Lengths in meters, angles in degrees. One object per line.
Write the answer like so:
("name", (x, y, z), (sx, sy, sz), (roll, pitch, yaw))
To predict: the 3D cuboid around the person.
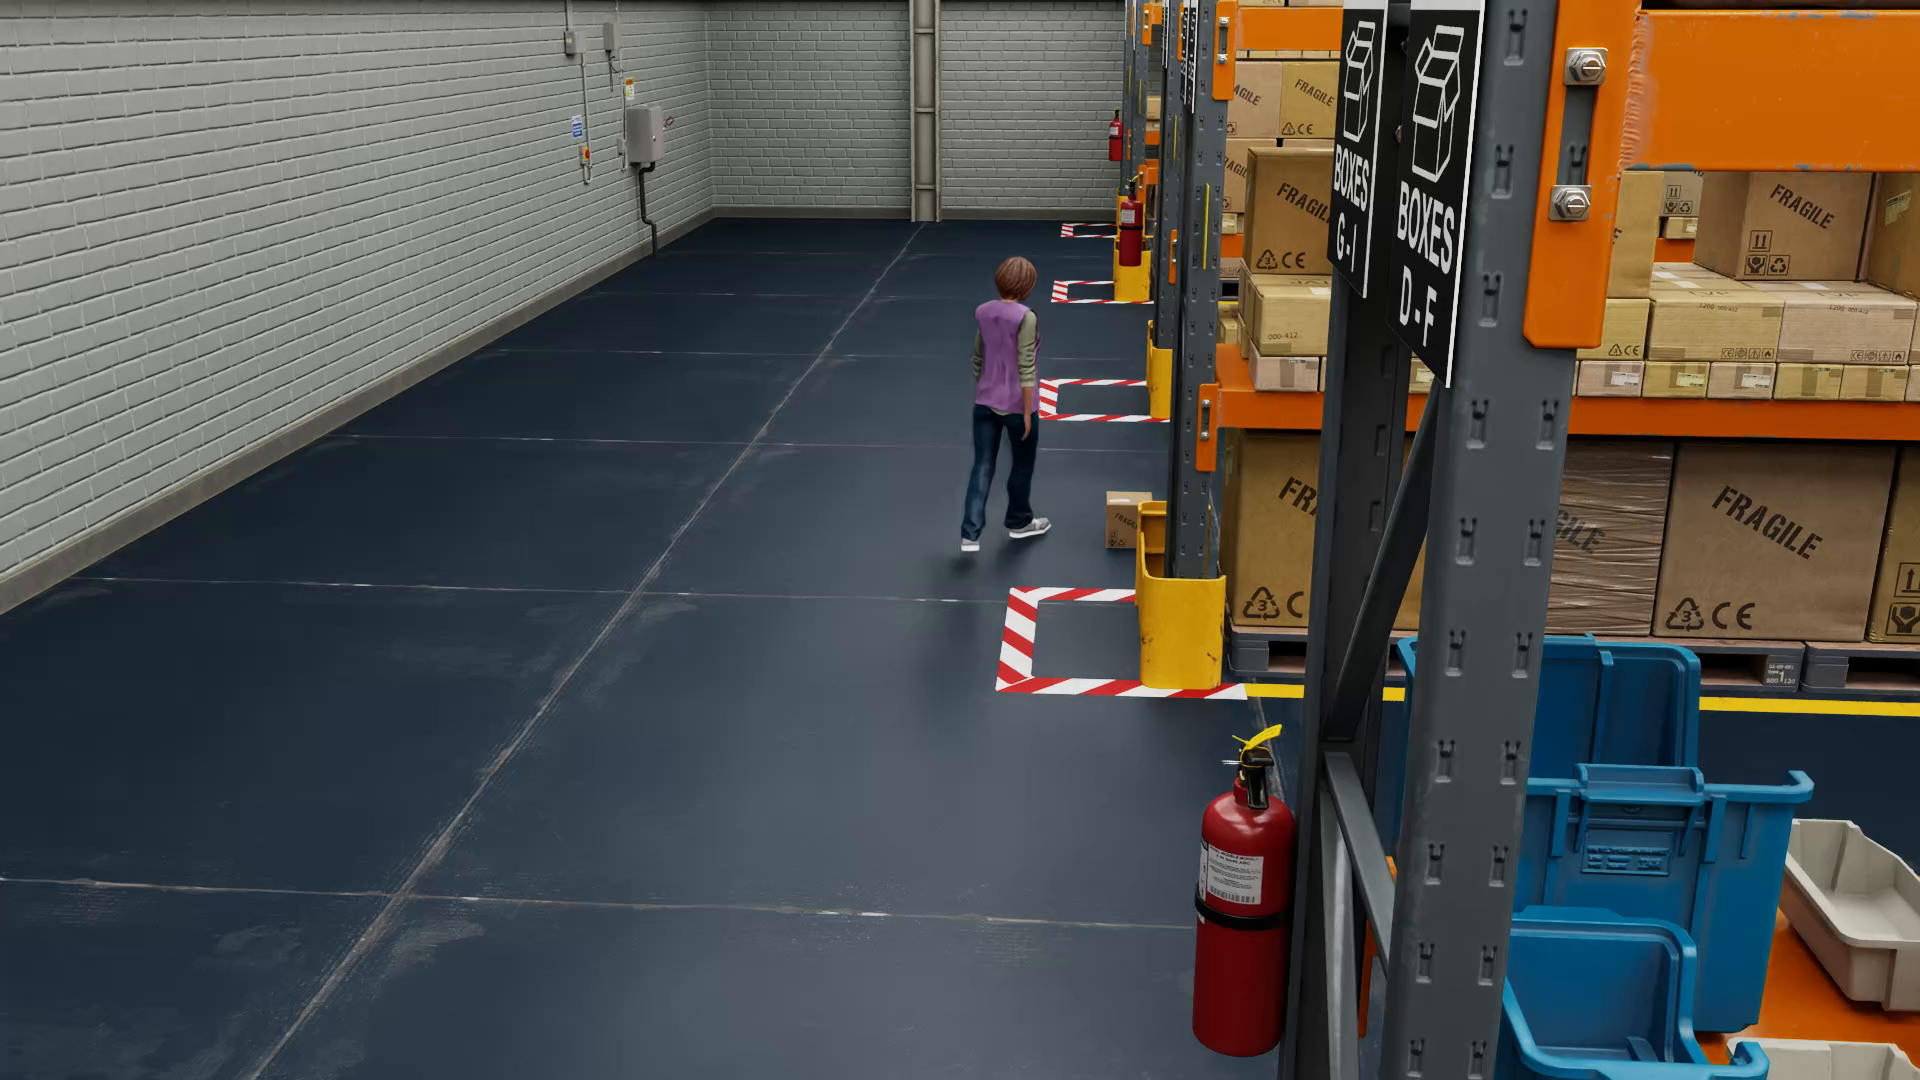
("person", (0.213, -0.717, 8.784), (0.494, 1.560, 0.789), (11, 21, 31))
